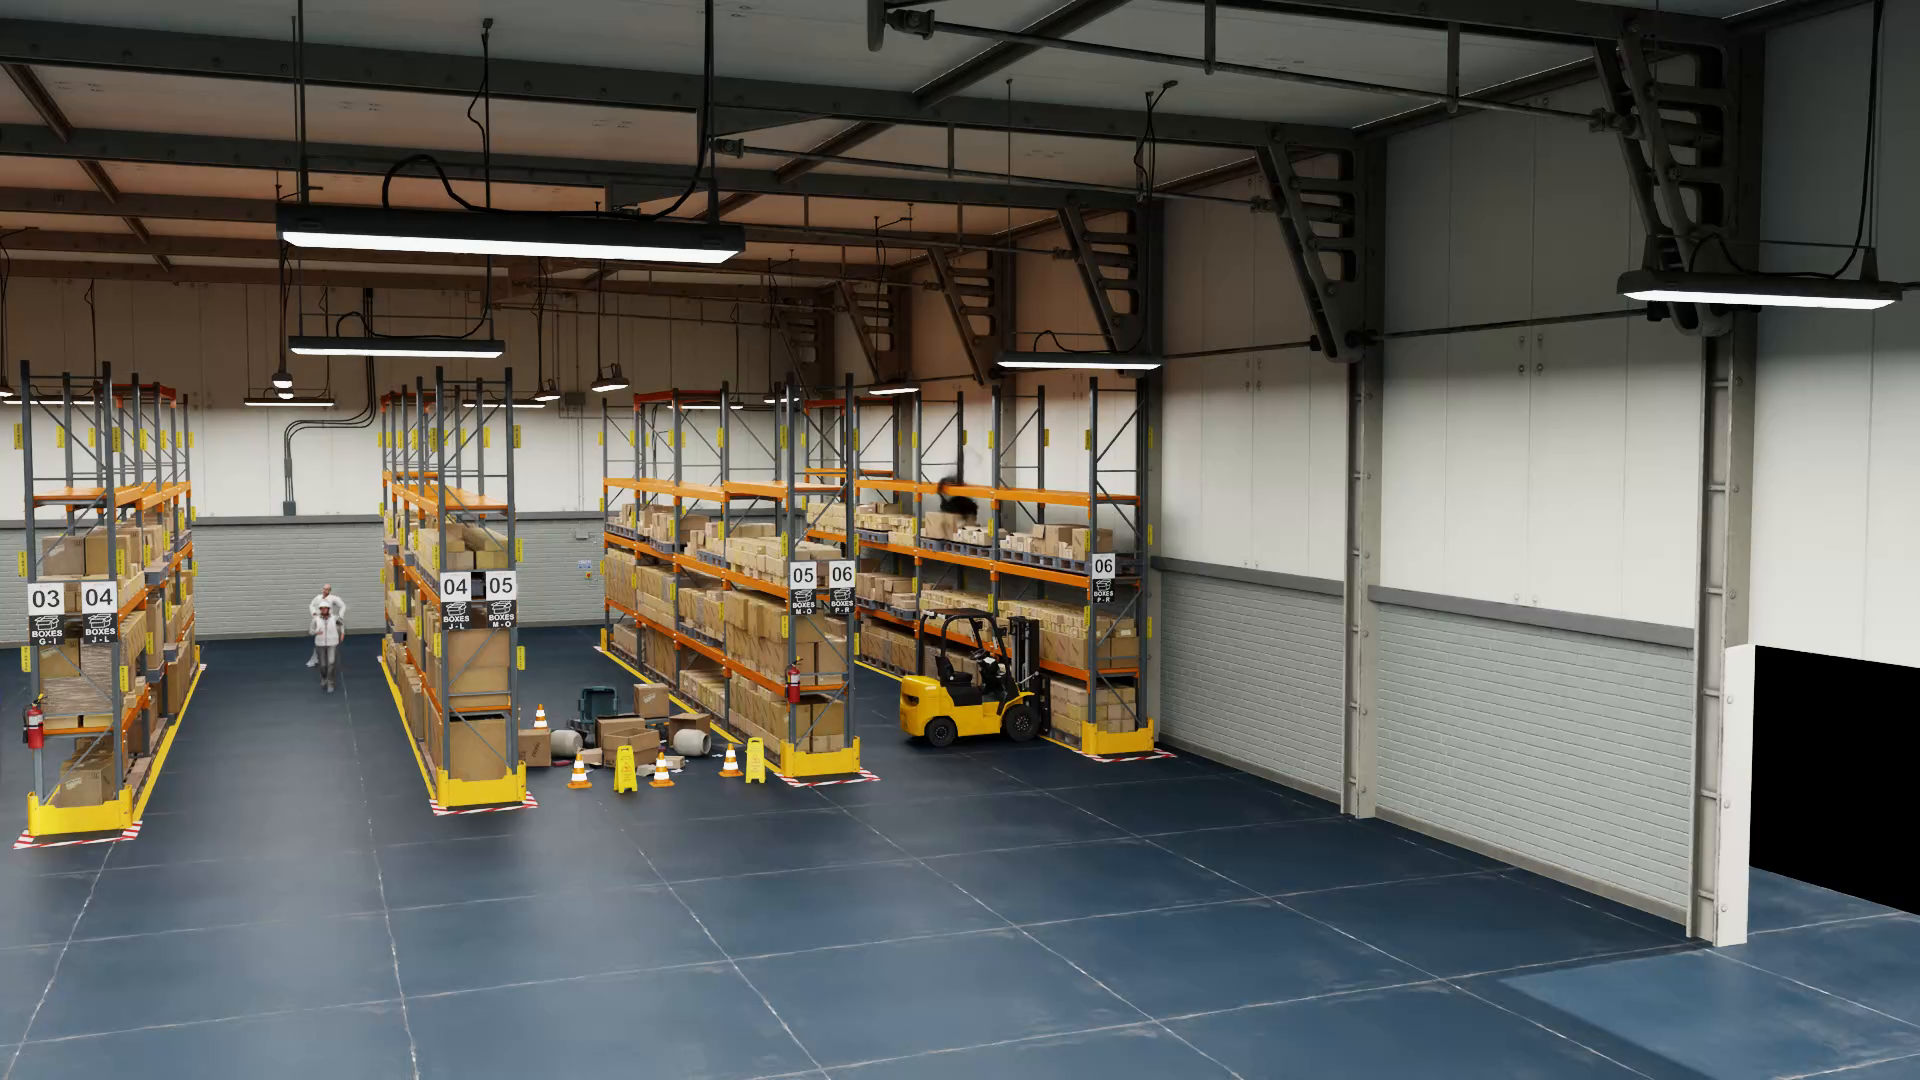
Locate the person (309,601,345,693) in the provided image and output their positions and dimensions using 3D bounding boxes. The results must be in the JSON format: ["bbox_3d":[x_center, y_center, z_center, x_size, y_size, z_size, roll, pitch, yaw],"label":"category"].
[{"bbox_3d":[-12.658,2.111,33.238,0.662,1.774,0.962,-1,4,-15],"label":"person"}]

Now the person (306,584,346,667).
[{"bbox_3d":[-14.137,1.878,37.022,0.768,1.798,0.924,1,4,15],"label":"person"}]
